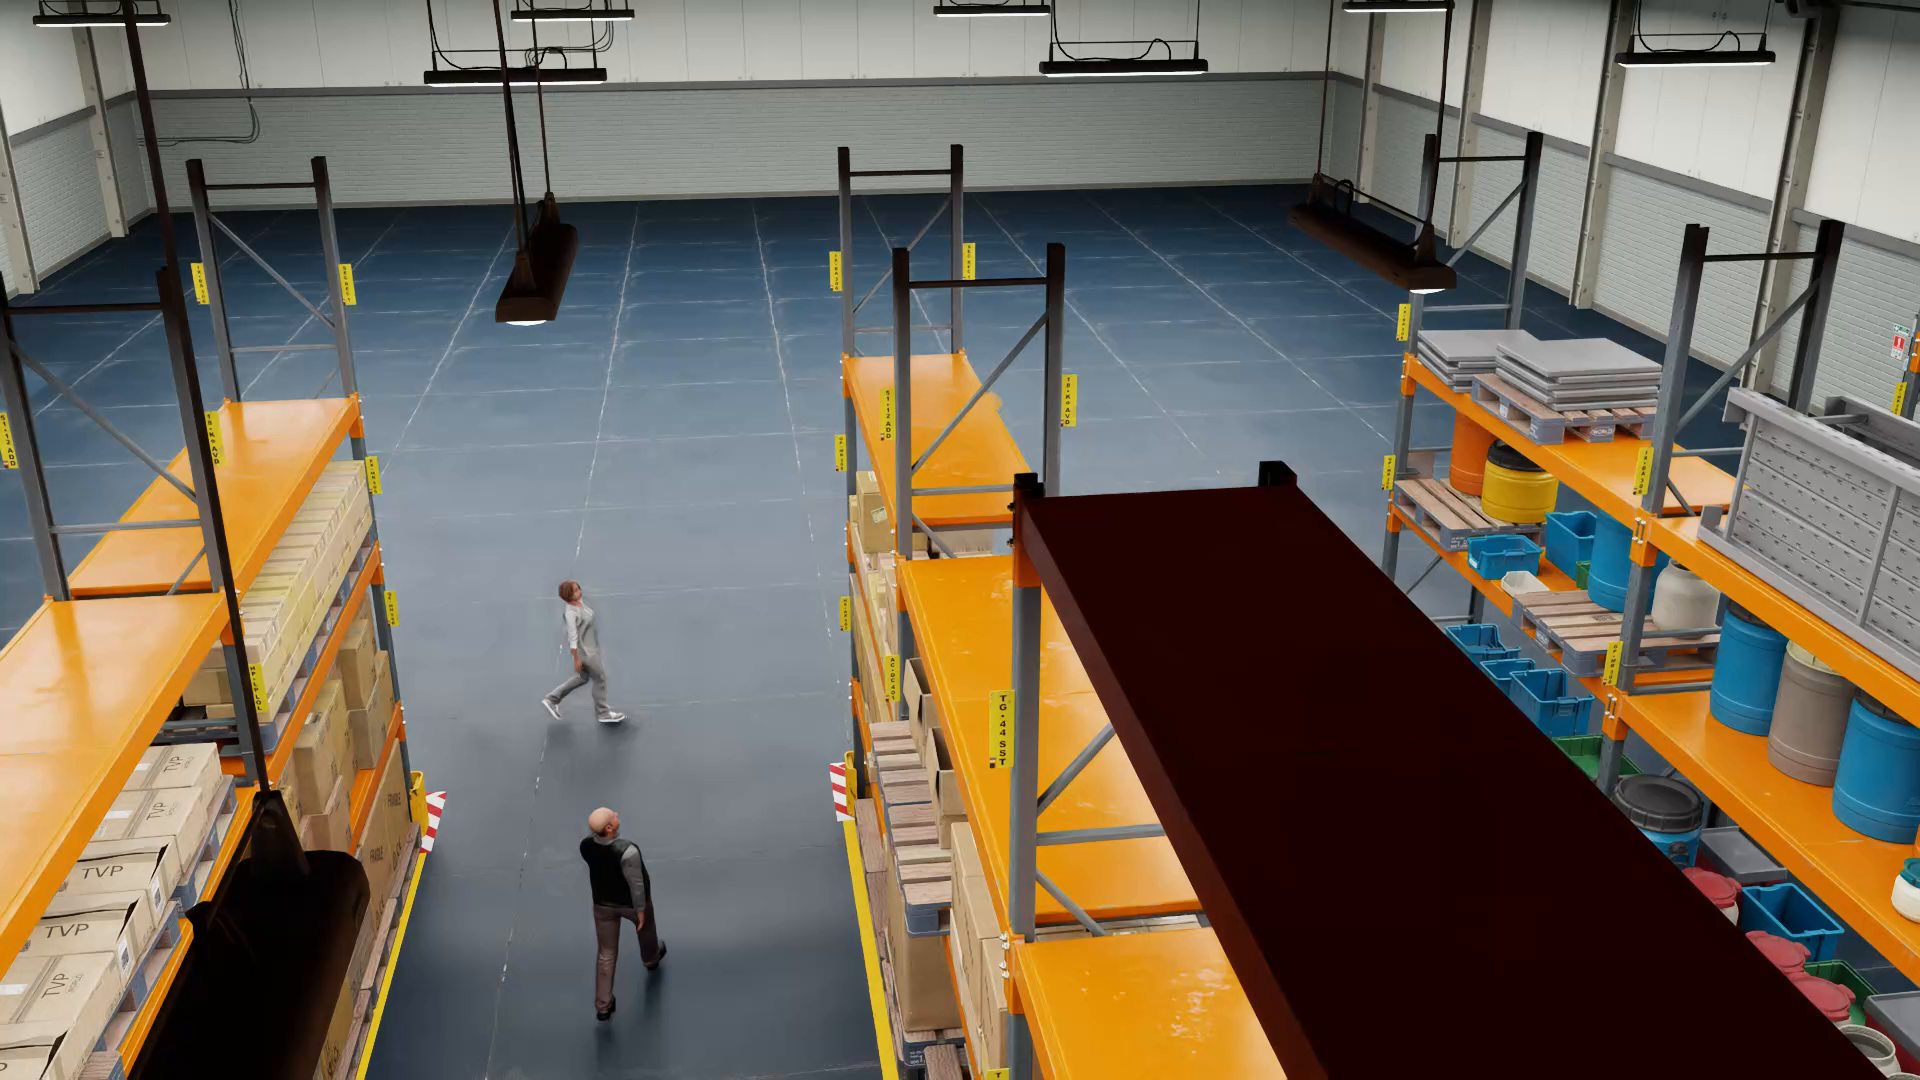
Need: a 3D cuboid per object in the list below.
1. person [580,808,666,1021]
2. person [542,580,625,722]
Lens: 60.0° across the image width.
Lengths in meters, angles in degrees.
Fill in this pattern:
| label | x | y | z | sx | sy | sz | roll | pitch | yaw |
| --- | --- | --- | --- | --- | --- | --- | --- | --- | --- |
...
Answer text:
| label | x | y | z | sx | sy | sz | roll | pitch | yaw |
| --- | --- | --- | --- | --- | --- | --- | --- | --- | --- |
| person | -2.572 | 2.697 | 12.543 | 0.497 | 1.661 | 1.045 | 1 | 22 | 3 |
| person | -3.830 | 1.125 | 16.665 | 0.760 | 1.563 | 0.403 | -12 | 24 | -27 |
